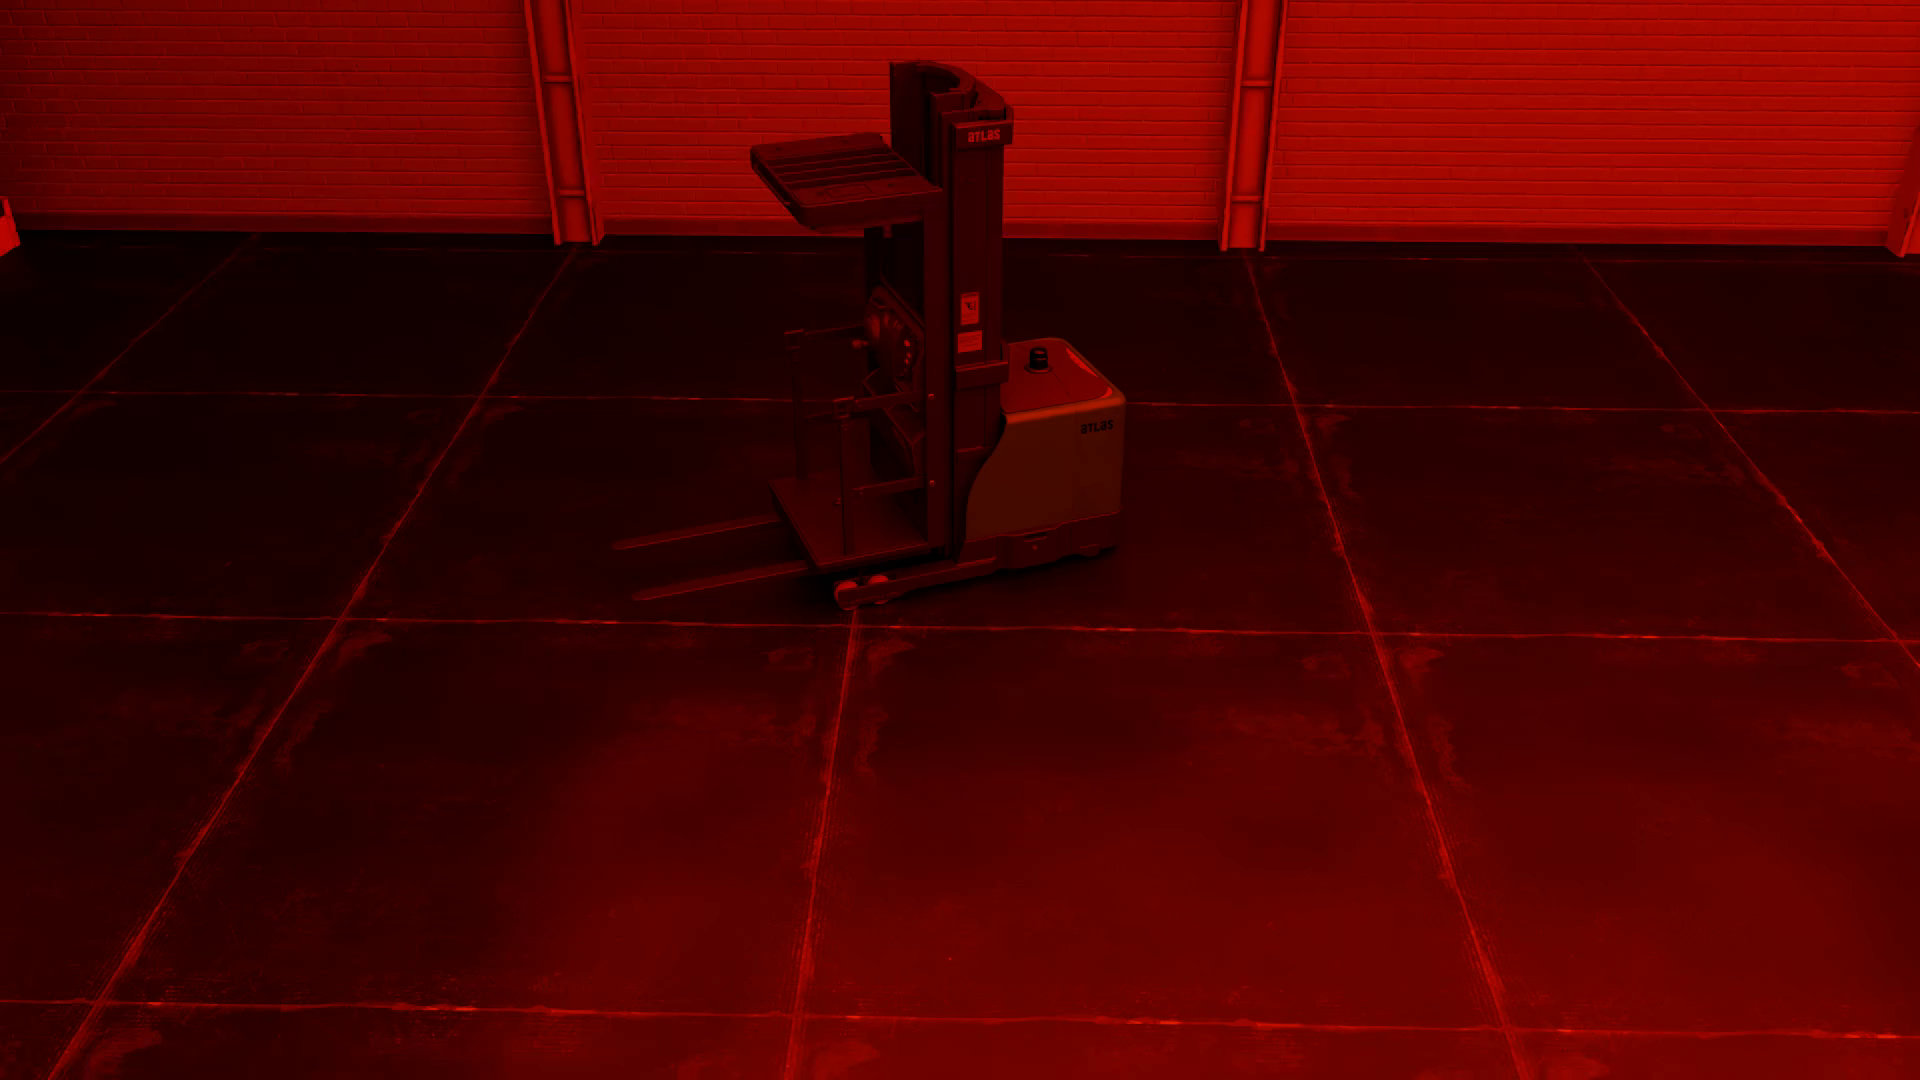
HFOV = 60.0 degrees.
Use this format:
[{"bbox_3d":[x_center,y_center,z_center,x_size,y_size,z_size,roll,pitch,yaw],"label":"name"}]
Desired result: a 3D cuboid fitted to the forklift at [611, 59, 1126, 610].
[{"bbox_3d":[-0.569,-1.153,9.570,3.031,2.935,1.130,-11,32,-18],"label":"forklift"}]
